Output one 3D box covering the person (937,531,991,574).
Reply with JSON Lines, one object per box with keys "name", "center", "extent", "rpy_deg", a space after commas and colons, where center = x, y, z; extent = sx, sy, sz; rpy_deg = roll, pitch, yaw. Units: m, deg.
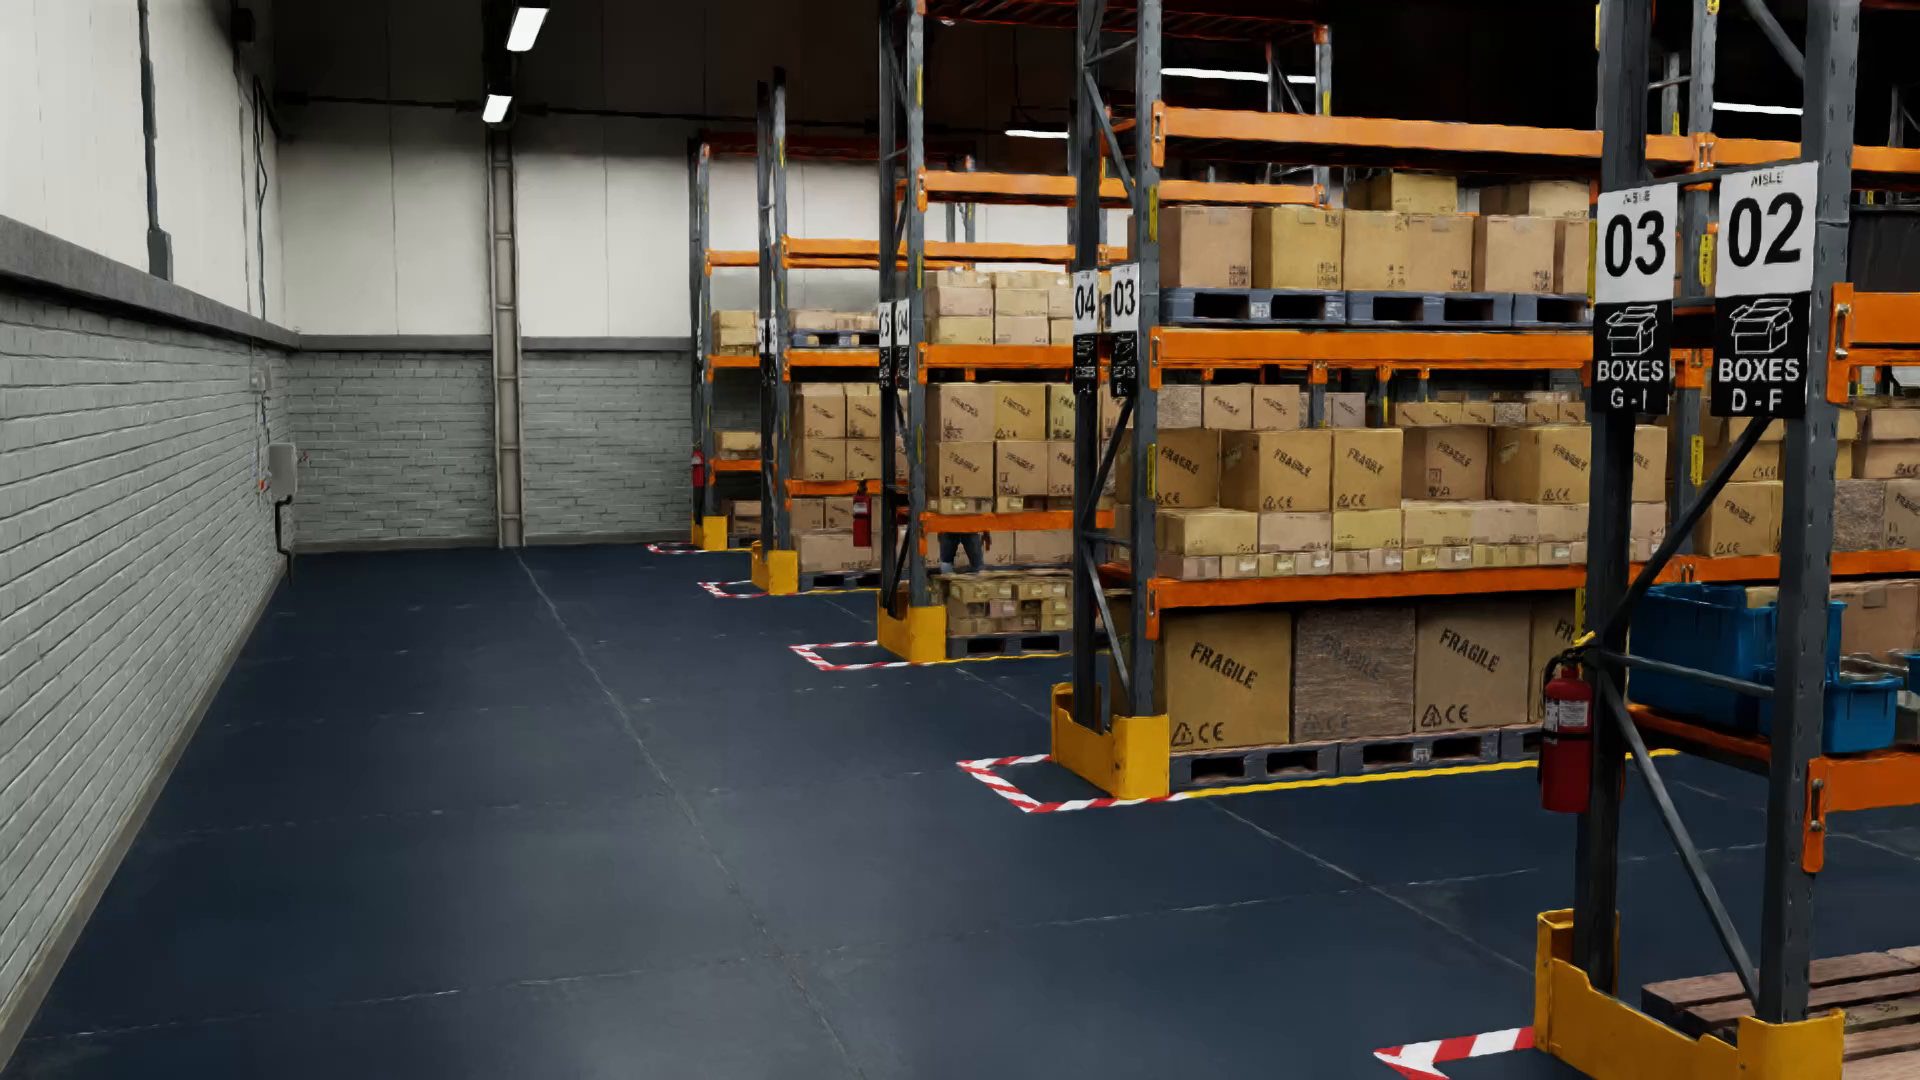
{"name": "person", "center": [0.064, -0.090, 17.532], "extent": [0.691, 1.746, 0.487], "rpy_deg": [0, 6, -1]}
